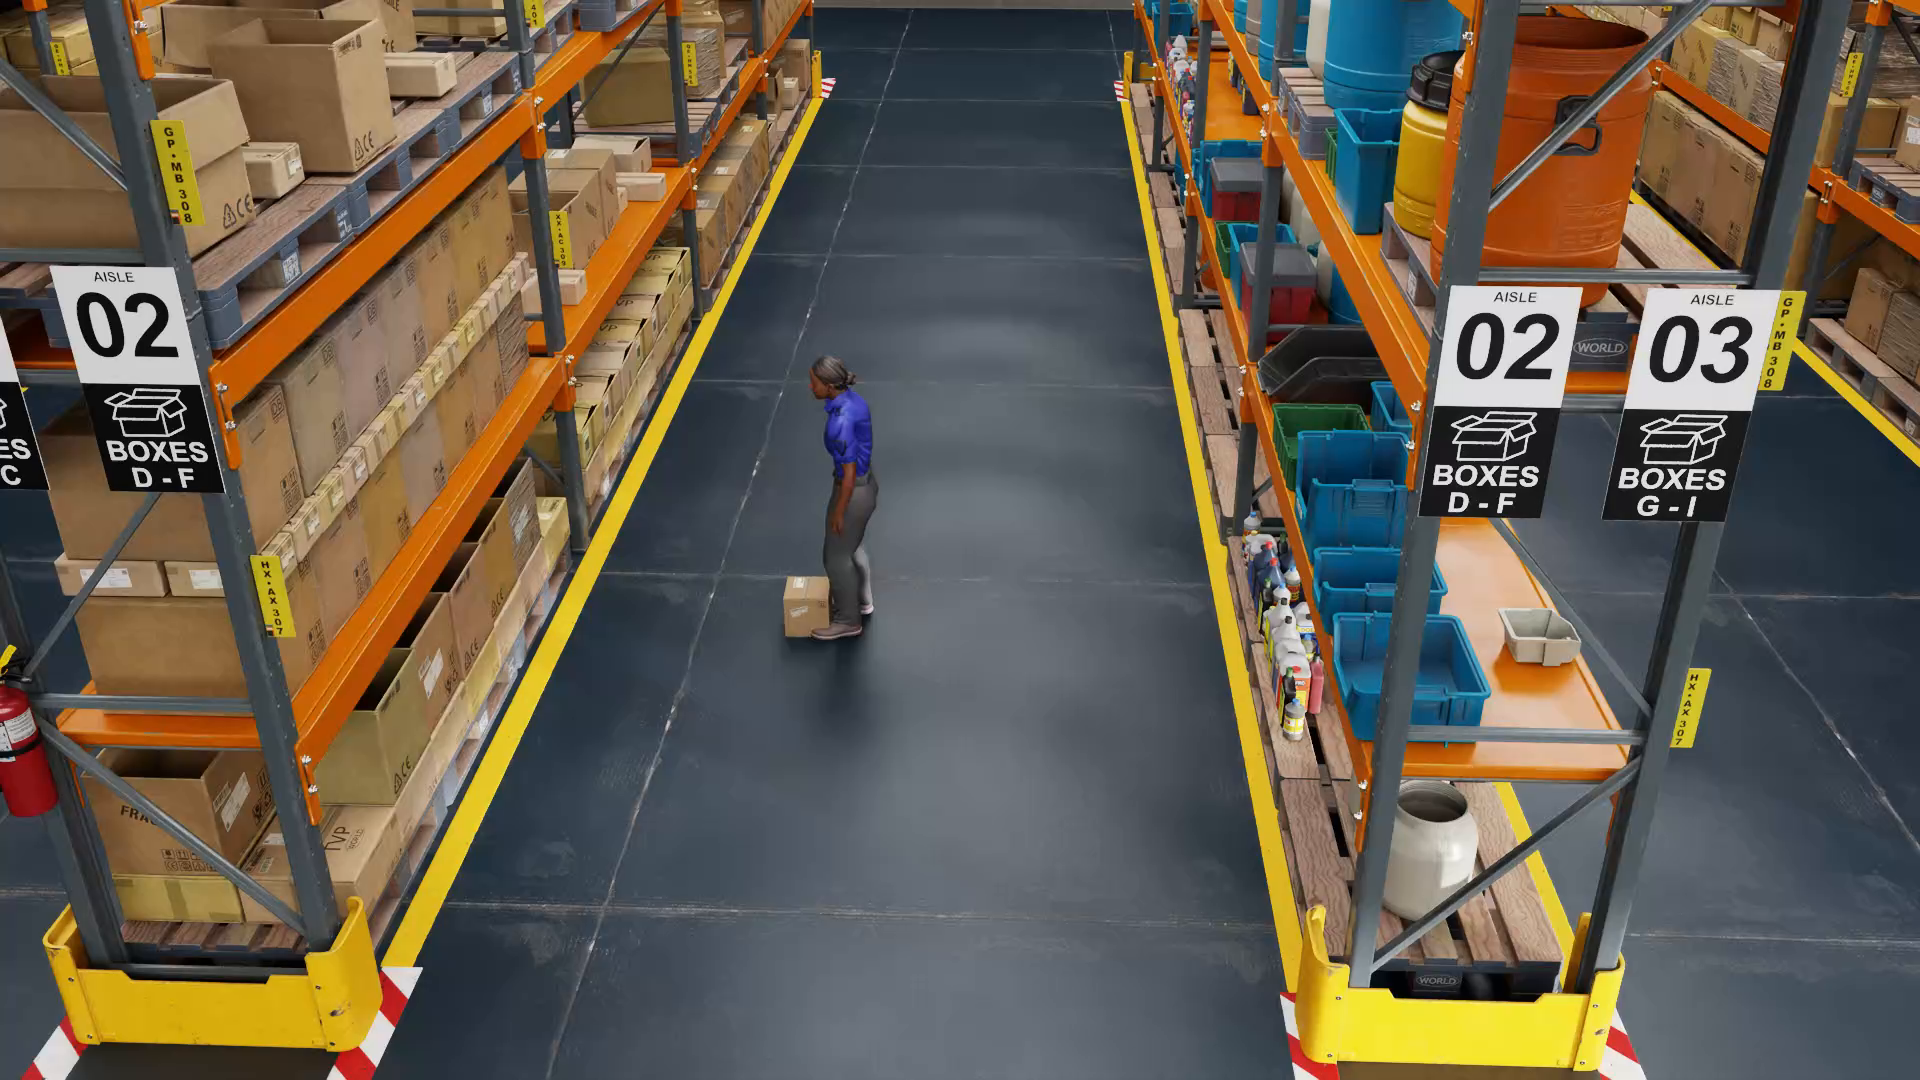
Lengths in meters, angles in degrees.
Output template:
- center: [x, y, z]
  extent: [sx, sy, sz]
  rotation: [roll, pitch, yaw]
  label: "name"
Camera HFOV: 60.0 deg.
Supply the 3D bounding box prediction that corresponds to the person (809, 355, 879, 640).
- center: [-0.644, -0.238, 9.088]
  extent: [0.395, 1.639, 0.503]
  rotation: [1, 28, 2]
  label: "person"
